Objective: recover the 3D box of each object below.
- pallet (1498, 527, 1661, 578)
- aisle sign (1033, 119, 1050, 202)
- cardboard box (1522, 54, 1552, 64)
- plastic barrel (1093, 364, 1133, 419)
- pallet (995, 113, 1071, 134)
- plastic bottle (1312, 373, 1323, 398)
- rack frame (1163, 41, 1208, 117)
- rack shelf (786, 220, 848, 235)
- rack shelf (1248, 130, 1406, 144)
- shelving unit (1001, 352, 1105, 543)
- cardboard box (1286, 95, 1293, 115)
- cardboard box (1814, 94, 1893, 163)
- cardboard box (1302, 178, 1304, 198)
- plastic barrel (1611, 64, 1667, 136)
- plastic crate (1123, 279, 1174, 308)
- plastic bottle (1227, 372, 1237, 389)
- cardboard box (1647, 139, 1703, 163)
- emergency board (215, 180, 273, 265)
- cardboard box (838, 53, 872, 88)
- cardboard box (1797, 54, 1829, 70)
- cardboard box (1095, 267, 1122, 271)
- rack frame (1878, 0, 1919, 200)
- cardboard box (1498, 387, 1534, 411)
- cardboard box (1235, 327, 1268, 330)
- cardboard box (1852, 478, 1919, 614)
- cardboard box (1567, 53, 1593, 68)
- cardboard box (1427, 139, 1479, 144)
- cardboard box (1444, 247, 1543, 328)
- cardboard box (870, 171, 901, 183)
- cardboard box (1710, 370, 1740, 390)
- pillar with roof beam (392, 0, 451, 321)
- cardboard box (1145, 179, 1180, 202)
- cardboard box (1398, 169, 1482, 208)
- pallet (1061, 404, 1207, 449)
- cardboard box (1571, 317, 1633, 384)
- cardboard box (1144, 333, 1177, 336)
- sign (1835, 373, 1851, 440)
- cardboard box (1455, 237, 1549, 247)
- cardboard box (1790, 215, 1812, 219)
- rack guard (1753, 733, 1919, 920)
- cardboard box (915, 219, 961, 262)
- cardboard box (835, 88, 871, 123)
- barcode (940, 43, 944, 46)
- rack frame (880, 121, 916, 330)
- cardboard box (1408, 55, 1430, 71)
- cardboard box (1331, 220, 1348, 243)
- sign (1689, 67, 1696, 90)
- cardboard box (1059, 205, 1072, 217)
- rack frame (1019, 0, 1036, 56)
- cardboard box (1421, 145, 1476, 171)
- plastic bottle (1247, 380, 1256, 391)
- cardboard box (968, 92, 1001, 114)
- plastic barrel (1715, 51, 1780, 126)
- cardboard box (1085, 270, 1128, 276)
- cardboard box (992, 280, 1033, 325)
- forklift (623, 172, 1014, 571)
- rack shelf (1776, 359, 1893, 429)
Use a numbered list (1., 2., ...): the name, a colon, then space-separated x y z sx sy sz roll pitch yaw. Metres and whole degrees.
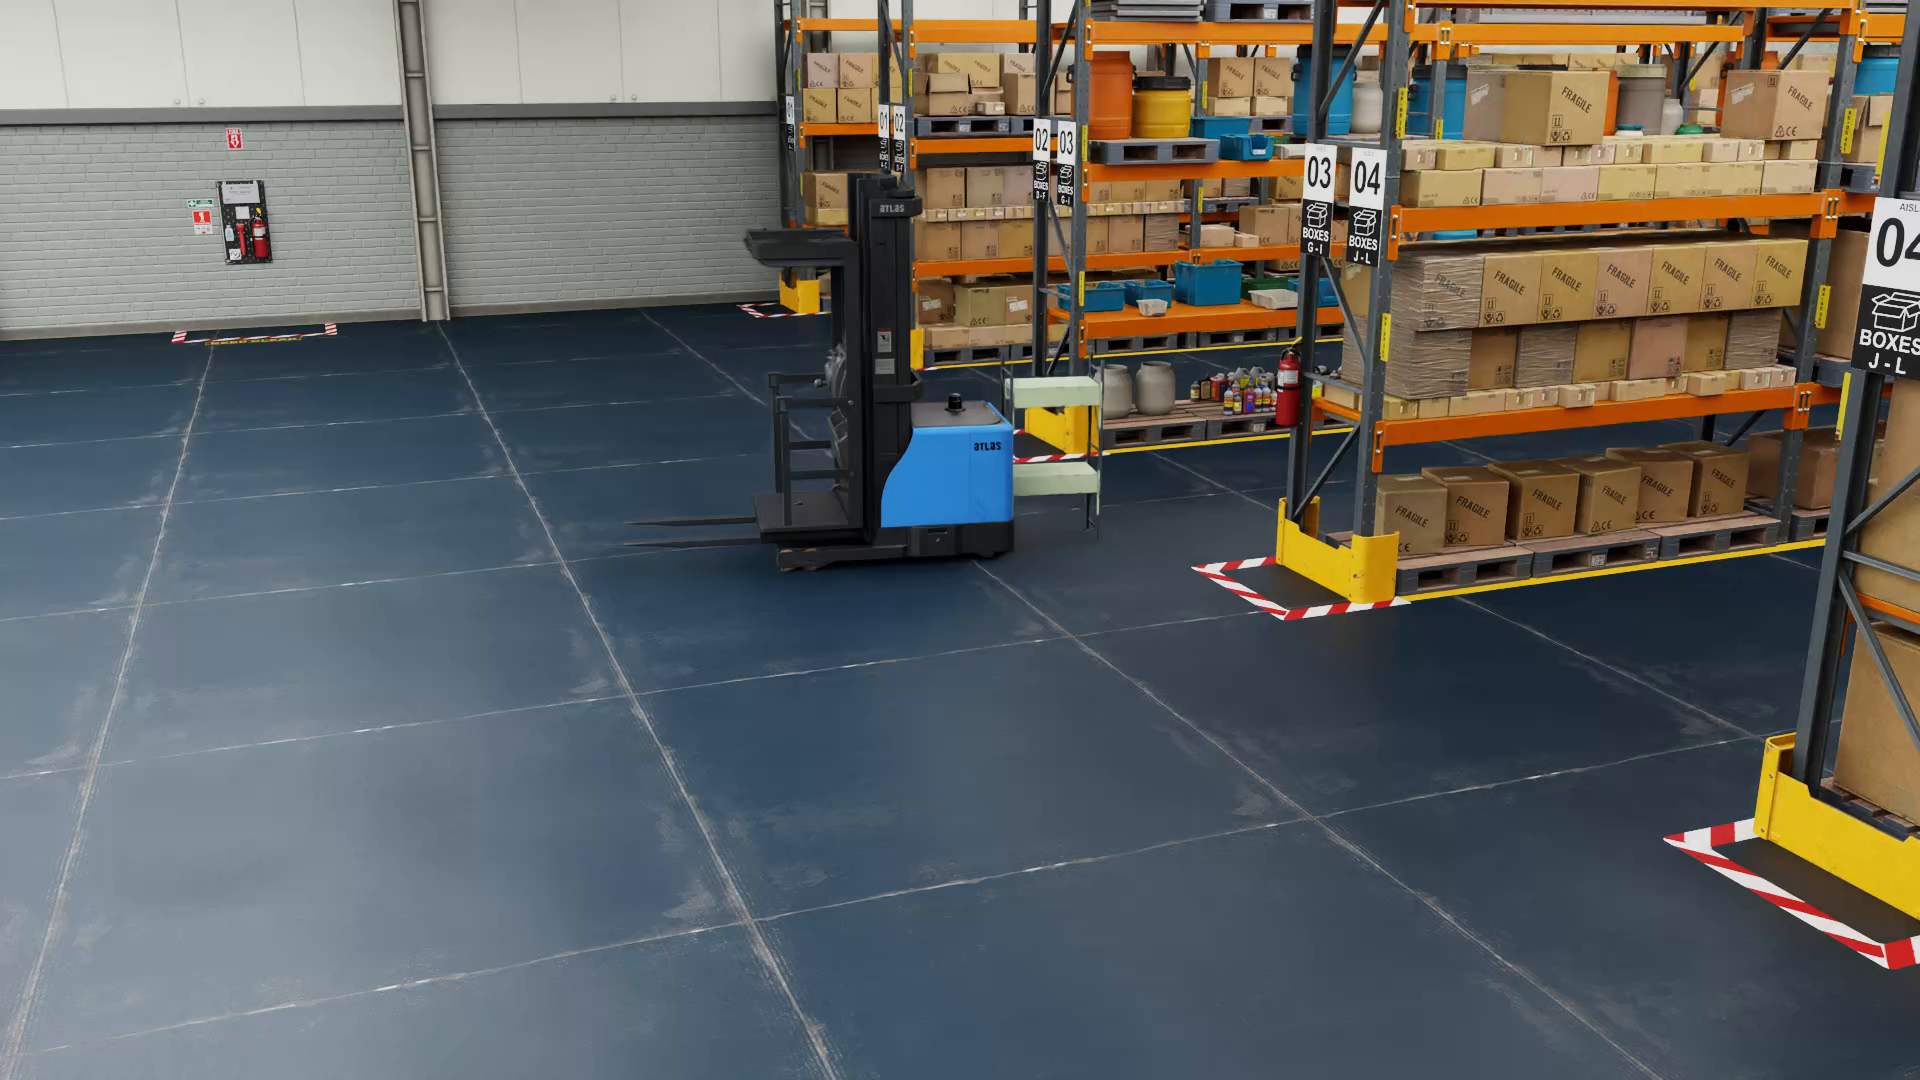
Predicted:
1. pallet: 4.731 0.002 13.217 1.213 0.211 1.003 -6 17 -20
2. aisle sign: 0.806 -3.755 16.449 0.004 0.787 0.394 -6 17 -20
3. cardboard box: 8.043 -6.659 23.676 0.500 0.500 0.500 -6 17 -20
4. plastic barrel: 1.567 -1.531 17.159 0.421 0.512 0.421 0 16 0
5. pallet: 1.021 -5.326 21.245 1.213 0.211 1.003 -6 17 -20
6. plastic bottle: 3.736 -1.588 17.602 0.185 0.351 0.144 -6 17 -20
7. rack frame: 2.946 -7.022 21.541 0.127 3.000 1.000 -6 17 -20
8. rack shelf: -0.698 -4.900 26.238 4.000 0.370 1.077 -6 17 -20
9. rack shelf: 4.813 -5.440 22.752 4.000 0.370 1.077 -6 17 -20
10. shelving unit: 0.734 -0.734 13.436 0.755 1.500 0.431 -3 17 -10
11. cardboard box: 4.753 -5.889 22.527 0.500 0.250 0.500 -8 18 -25
12. cardboard box: 6.961 -3.249 13.086 0.637 0.503 0.797 -7 18 -23
13. cardboard box: 5.942 -6.083 28.247 0.500 0.500 0.500 -6 17 -18
14. plastic barrel: 7.605 -4.898 18.740 0.600 0.901 0.600 0 16 0
15. plastic crate: 1.948 -2.559 17.252 0.408 0.251 0.499 -6 17 -20
16. plastic bottle: 2.912 -1.674 18.028 0.135 0.276 0.152 -7 18 -22
17. cardboard box: 5.285 -2.895 12.367 0.250 0.149 0.380 -5 17 -18
18. emergency board: -10.145 -4.498 23.591 0.643 1.169 0.194 -6 17 -20
19. cardboard box: -1.632 -7.032 24.911 0.500 0.500 0.500 -6 18 -21
20. cardboard box: 12.751 -7.158 25.374 0.500 0.500 0.700 -6 17 -20
21. cardboard box: 2.315 -4.603 27.603 0.500 0.500 0.700 -7 18 -21
22. rack frame: 4.432 -2.697 6.812 0.127 3.000 1.000 -6 17 -20
23. cardboard box: 4.044 -1.075 12.381 0.250 0.149 0.380 -6 17 -20
24. cardboard box: 3.889 -3.053 22.805 0.500 0.250 0.500 -6 17 -19
25. cardboard box: 4.762 0.060 7.804 0.550 0.550 0.875 -6 17 -20
26. cardboard box: 10.834 -8.385 29.518 0.500 0.500 0.500 -7 18 -23
27. cardboard box: 3.626 -2.886 12.337 0.250 0.149 0.380 -6 17 -20
28. cardboard box: 3.832 -1.837 12.049 0.500 0.500 0.500 -6 17 -20
29. cardboard box: -1.062 -5.408 25.590 0.500 0.500 0.500 -7 18 -22
30. cardboard box: 5.899 -1.286 13.098 0.250 0.149 0.380 -6 17 -20
31. pillar with roof beam: -6.284 -6.483 19.703 0.400 9.000 9.100 -6 17 -20
32. cardboard box: 2.533 -4.768 22.031 0.500 0.500 0.700 -6 17 -20
33. cardboard box: 3.294 -2.482 11.668 0.500 0.250 0.500 -6 17 -18
34. pallet: 1.794 -1.200 17.309 1.213 0.211 1.003 -6 17 -20
35. cardboard box: 4.652 -1.541 12.818 0.500 0.500 0.875 -6 17 -20
36. cardboard box: 2.591 -2.922 22.359 0.500 0.250 0.500 -6 17 -20
37. sign: 4.251 -0.632 7.952 0.005 0.325 0.100 -6 17 -20
38. cardboard box: 4.109 -2.027 12.696 0.500 0.500 0.500 -6 17 -20
39. cardboard box: 12.879 -5.183 25.747 0.500 0.500 0.500 -6 17 -20
40. rack guard: 4.410 1.383 8.001 0.348 0.500 1.175 -6 17 -20
41. cardboard box: -0.349 -3.832 21.148 0.500 0.500 0.700 -6 17 -20
42. cardboard box: -1.650 -6.553 25.054 0.500 0.500 0.500 -5 17 -16
43. barcode: -0.282 -7.771 26.041 0.075 0.075 0.001 -6 17 -20
44. rack frame: -0.790 -3.741 21.013 0.127 3.000 1.000 -6 17 -20
45. cardboard box: 7.771 -8.257 28.781 0.500 0.250 0.500 -5 17 -16
46. cardboard box: 5.120 -4.422 23.155 0.500 0.500 0.500 -7 18 -23
47. sign: 10.618 -6.681 24.086 0.005 0.325 0.100 -6 17 -20
48. cardboard box: 1.335 -4.264 21.467 0.250 0.149 0.380 -6 17 -18
49. rack frame: 1.170 -8.325 25.978 0.127 3.000 1.000 -6 17 -20
50. cardboard box: 3.368 -2.660 11.568 0.250 0.149 0.380 -6 17 -19
51. plastic bottle: 3.149 -1.629 18.006 0.097 0.201 0.097 0 16 0
52. cardboard box: 0.191 -5.562 21.164 0.500 0.250 0.500 -6 17 -20
53. plastic barrel: 8.981 -5.147 18.970 0.708 0.830 0.600 -6 17 -20
54. cardboard box: 1.936 -3.369 22.551 0.500 0.500 0.500 -6 17 -20
55. cardboard box: 0.719 -3.083 21.577 0.500 0.500 0.500 -6 17 -20
56. forklift: -1.139 -1.326 12.911 3.031 2.935 1.130 -3 17 -10
57. rack shelf: 8.354 -1.394 14.297 4.000 0.370 1.077 -6 17 -20
